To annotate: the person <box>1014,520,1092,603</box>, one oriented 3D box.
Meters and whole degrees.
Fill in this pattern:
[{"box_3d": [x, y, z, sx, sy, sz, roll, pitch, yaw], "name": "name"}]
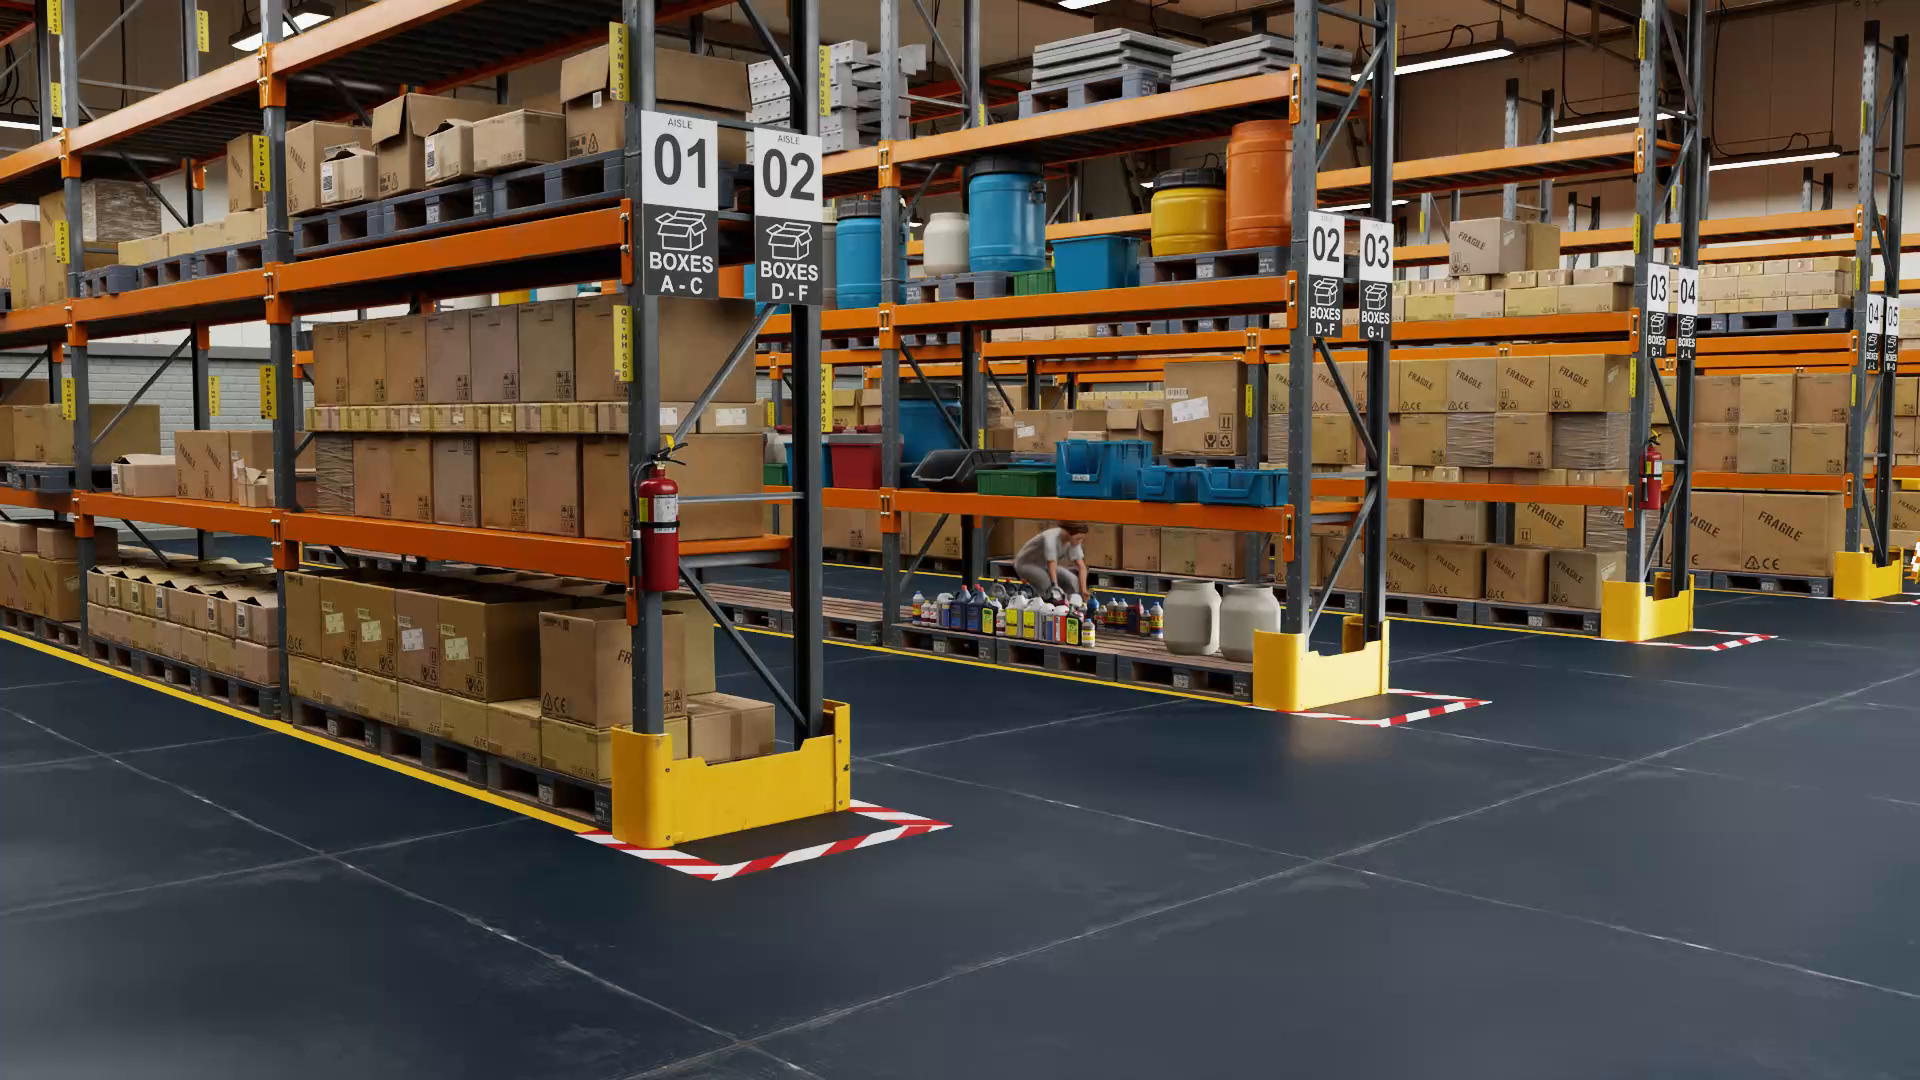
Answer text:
[{"box_3d": [0.850, 0.300, 15.080, 0.488, 1.000, 0.777, -3, 5, -39], "name": "person"}]
